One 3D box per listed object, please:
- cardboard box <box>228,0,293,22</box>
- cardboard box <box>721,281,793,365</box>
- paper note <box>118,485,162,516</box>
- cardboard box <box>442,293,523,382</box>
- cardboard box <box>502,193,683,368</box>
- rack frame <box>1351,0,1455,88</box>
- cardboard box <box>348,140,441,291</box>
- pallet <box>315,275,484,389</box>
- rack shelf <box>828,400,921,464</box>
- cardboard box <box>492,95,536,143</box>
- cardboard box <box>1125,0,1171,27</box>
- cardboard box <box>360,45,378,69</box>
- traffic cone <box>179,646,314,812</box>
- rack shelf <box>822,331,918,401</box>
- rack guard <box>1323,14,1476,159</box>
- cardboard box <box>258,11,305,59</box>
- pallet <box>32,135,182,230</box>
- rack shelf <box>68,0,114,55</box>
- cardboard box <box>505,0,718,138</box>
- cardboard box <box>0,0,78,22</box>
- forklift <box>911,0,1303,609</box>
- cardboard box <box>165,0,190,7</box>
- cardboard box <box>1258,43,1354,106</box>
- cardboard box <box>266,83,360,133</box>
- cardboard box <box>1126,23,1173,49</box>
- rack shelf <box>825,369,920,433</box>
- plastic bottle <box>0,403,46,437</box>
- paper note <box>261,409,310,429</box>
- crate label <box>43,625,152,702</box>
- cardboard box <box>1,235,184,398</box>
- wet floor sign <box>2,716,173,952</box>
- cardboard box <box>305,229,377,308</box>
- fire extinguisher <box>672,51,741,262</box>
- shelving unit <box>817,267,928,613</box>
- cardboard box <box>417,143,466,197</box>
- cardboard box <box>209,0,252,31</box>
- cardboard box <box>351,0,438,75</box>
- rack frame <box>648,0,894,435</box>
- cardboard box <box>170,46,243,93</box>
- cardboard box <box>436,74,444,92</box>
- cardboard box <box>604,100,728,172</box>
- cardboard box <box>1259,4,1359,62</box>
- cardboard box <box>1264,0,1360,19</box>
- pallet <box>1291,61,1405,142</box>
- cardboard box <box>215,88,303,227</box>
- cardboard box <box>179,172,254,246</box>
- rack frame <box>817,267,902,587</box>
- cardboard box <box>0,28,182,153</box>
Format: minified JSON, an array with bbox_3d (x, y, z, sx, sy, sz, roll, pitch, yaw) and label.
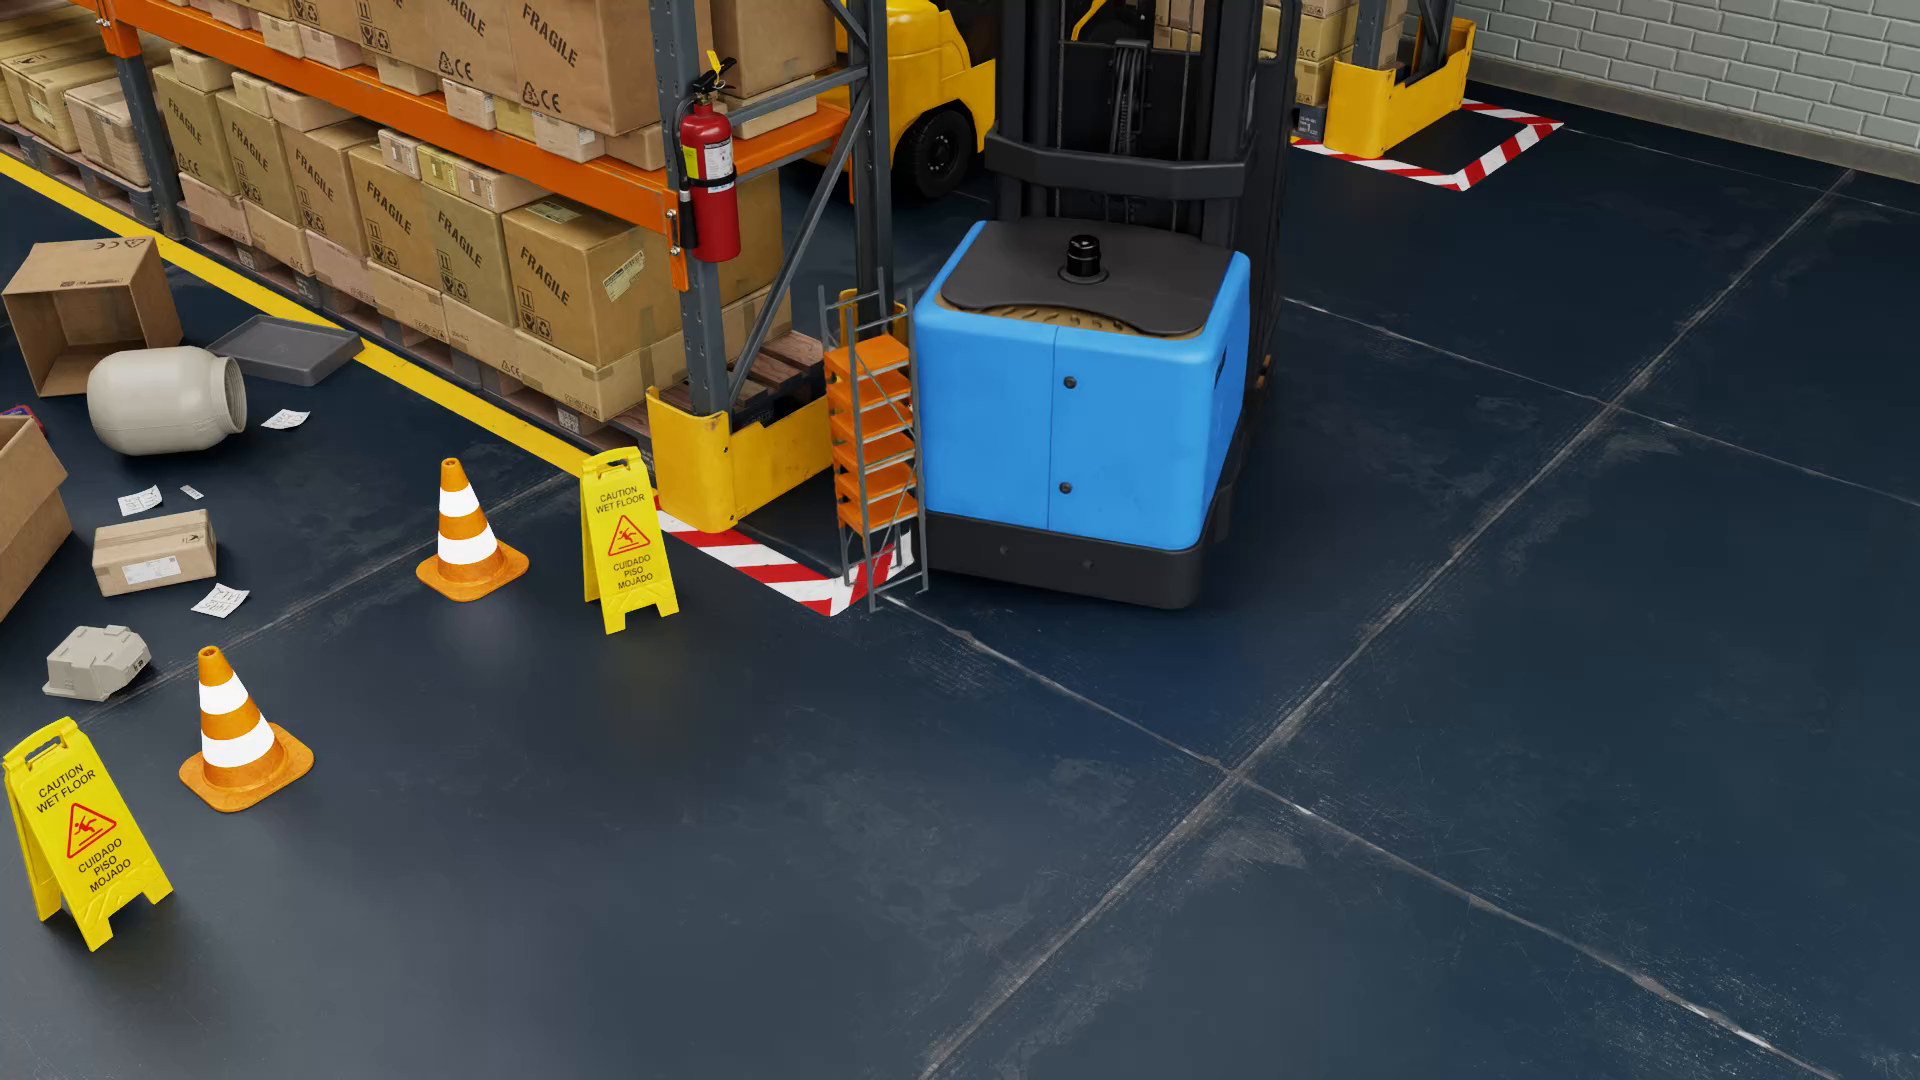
[{"bbox_3d":[-2.764,-2.508,6.901,0.500,0.500,0.500,25,42,31],"label":"cardboard box"},{"bbox_3d":[-1.071,-0.987,7.096,0.500,0.250,0.500,25,42,31],"label":"cardboard box"},{"bbox_3d":[-3.185,-0.156,6.460,0.148,0.019,0.142,-18,38,-25],"label":"paper note"},{"bbox_3d":[-1.815,-0.941,7.029,0.500,0.250,0.500,25,42,32],"label":"cardboard box"},{"bbox_3d":[-1.411,-1.060,6.540,0.500,0.500,0.500,26,42,32],"label":"cardboard box"},{"bbox_3d":[2.545,-3.696,8.982,0.127,3.000,1.000,25,42,32],"label":"rack frame"},{"bbox_3d":[-2.197,-1.434,7.084,0.500,0.500,0.500,24,41,31],"label":"cardboard box"},{"bbox_3d":[-2.222,-1.165,7.759,1.213,0.211,1.003,25,42,32],"label":"pallet"},{"bbox_3d":[-0.287,-0.377,5.597,0.258,0.103,0.180,-22,40,-25],"label":"rack shelf"},{"bbox_3d":[-1.501,-1.619,6.180,0.250,0.149,0.380,24,41,31],"label":"cardboard box"},{"bbox_3d":[1.182,-3.346,10.089,0.500,0.250,0.500,24,41,31],"label":"cardboard box"},{"bbox_3d":[-2.215,-2.036,6.787,0.250,0.149,0.380,25,42,32],"label":"cardboard box"},{"bbox_3d":[-2.233,0.522,5.081,0.334,0.463,0.336,25,42,32],"label":"traffic cone"},{"bbox_3d":[-0.295,-0.573,5.459,0.258,0.103,0.180,-22,40,-25],"label":"rack shelf"},{"bbox_3d":[2.563,-2.657,9.677,0.348,0.500,1.175,25,42,32],"label":"rack guard"},{"bbox_3d":[-2.688,-2.159,6.966,0.250,0.149,0.380,25,42,32],"label":"cardboard box"},{"bbox_3d":[-4.302,-2.116,9.144,1.213,0.211,1.003,25,42,32],"label":"pallet"},{"bbox_3d":[-5.239,-3.412,9.204,4.000,0.370,1.077,25,42,32],"label":"rack shelf"},{"bbox_3d":[-1.222,-1.775,5.835,0.500,0.500,0.500,24,41,31],"label":"cardboard box"},{"bbox_3d":[-5.776,-3.050,9.991,0.625,0.372,0.950,24,41,31],"label":"cardboard box"},{"bbox_3d":[0.737,-1.799,6.280,1.130,2.935,3.031,10,36,14],"label":"forklift"},{"bbox_3d":[-3.438,-2.558,7.546,0.250,0.149,0.380,27,43,33],"label":"cardboard box"},{"bbox_3d":[1.982,-2.768,9.689,0.500,0.250,0.500,26,42,32],"label":"cardboard box"},{"bbox_3d":[-2.759,-1.916,7.212,0.250,0.149,0.380,28,43,34],"label":"cardboard box"},{"bbox_3d":[1.227,-3.138,10.227,0.500,0.250,0.500,26,42,32],"label":"cardboard box"},{"bbox_3d":[-0.291,-0.475,5.528,0.258,0.103,0.180,-22,40,-25],"label":"rack shelf"},{"bbox_3d":[-3.910,-0.489,6.908,0.133,0.061,0.283,-26,42,-32],"label":"plastic bottle"},{"bbox_3d":[-2.822,-0.509,6.965,0.148,0.019,0.142,12,36,16],"label":"paper note"},{"bbox_3d":[-2.877,0.399,5.548,0.298,0.136,0.250,6,35,8],"label":"crate label"},{"bbox_3d":[-3.749,-0.974,7.225,0.500,0.500,0.500,-6,35,-8],"label":"cardboard box"},{"bbox_3d":[-2.429,0.775,4.552,0.232,0.644,0.267,18,38,24],"label":"wet floor sign"},{"bbox_3d":[-2.595,-1.313,7.570,0.500,0.250,0.500,25,41,31],"label":"cardboard box"},{"bbox_3d":[-0.835,-1.261,5.505,0.183,0.674,0.296,25,42,32],"label":"fire extinguisher"},{"bbox_3d":[-0.285,-0.316,5.641,0.258,1.200,0.189,-22,40,-25],"label":"shelving unit"},{"bbox_3d":[-1.927,-1.524,6.642,0.250,0.149,0.380,26,42,33],"label":"cardboard box"},{"bbox_3d":[-3.047,-2.370,7.273,0.250,0.149,0.380,27,43,33],"label":"cardboard box"},{"bbox_3d":[-1.986,-2.142,6.368,0.500,0.500,0.500,25,42,32],"label":"cardboard box"},{"bbox_3d":[-0.628,-1.535,5.835,0.127,3.000,1.000,25,42,32],"label":"rack frame"},{"bbox_3d":[-3.364,-2.197,7.622,0.250,0.149,0.380,26,42,32],"label":"cardboard box"},{"bbox_3d":[-1.826,-1.853,6.521,0.250,0.149,0.380,26,42,32],"label":"cardboard box"},{"bbox_3d":[-1.052,-1.474,5.968,0.250,0.149,0.380,27,43,33],"label":"cardboard box"},{"bbox_3d":[1.971,-2.982,9.559,0.500,0.250,0.500,25,41,31],"label":"cardboard box"},{"bbox_3d":[1.991,-3.179,9.404,0.500,0.250,0.500,27,43,33],"label":"cardboard box"},{"bbox_3d":[1.930,-2.805,10.148,1.213,0.211,1.003,25,42,32],"label":"pallet"},{"bbox_3d":[-3.003,-1.813,7.635,0.500,0.500,0.500,27,43,34],"label":"cardboard box"},{"bbox_3d":[-3.422,-1.692,8.122,0.500,0.250,0.500,23,41,30],"label":"cardboard box"},{"bbox_3d":[-0.334,-0.359,5.705,0.240,1.200,0.006,-22,40,-25],"label":"rack frame"},{"bbox_3d":[-4.662,-2.521,9.222,0.625,0.372,0.950,28,43,34],"label":"cardboard box"}]
